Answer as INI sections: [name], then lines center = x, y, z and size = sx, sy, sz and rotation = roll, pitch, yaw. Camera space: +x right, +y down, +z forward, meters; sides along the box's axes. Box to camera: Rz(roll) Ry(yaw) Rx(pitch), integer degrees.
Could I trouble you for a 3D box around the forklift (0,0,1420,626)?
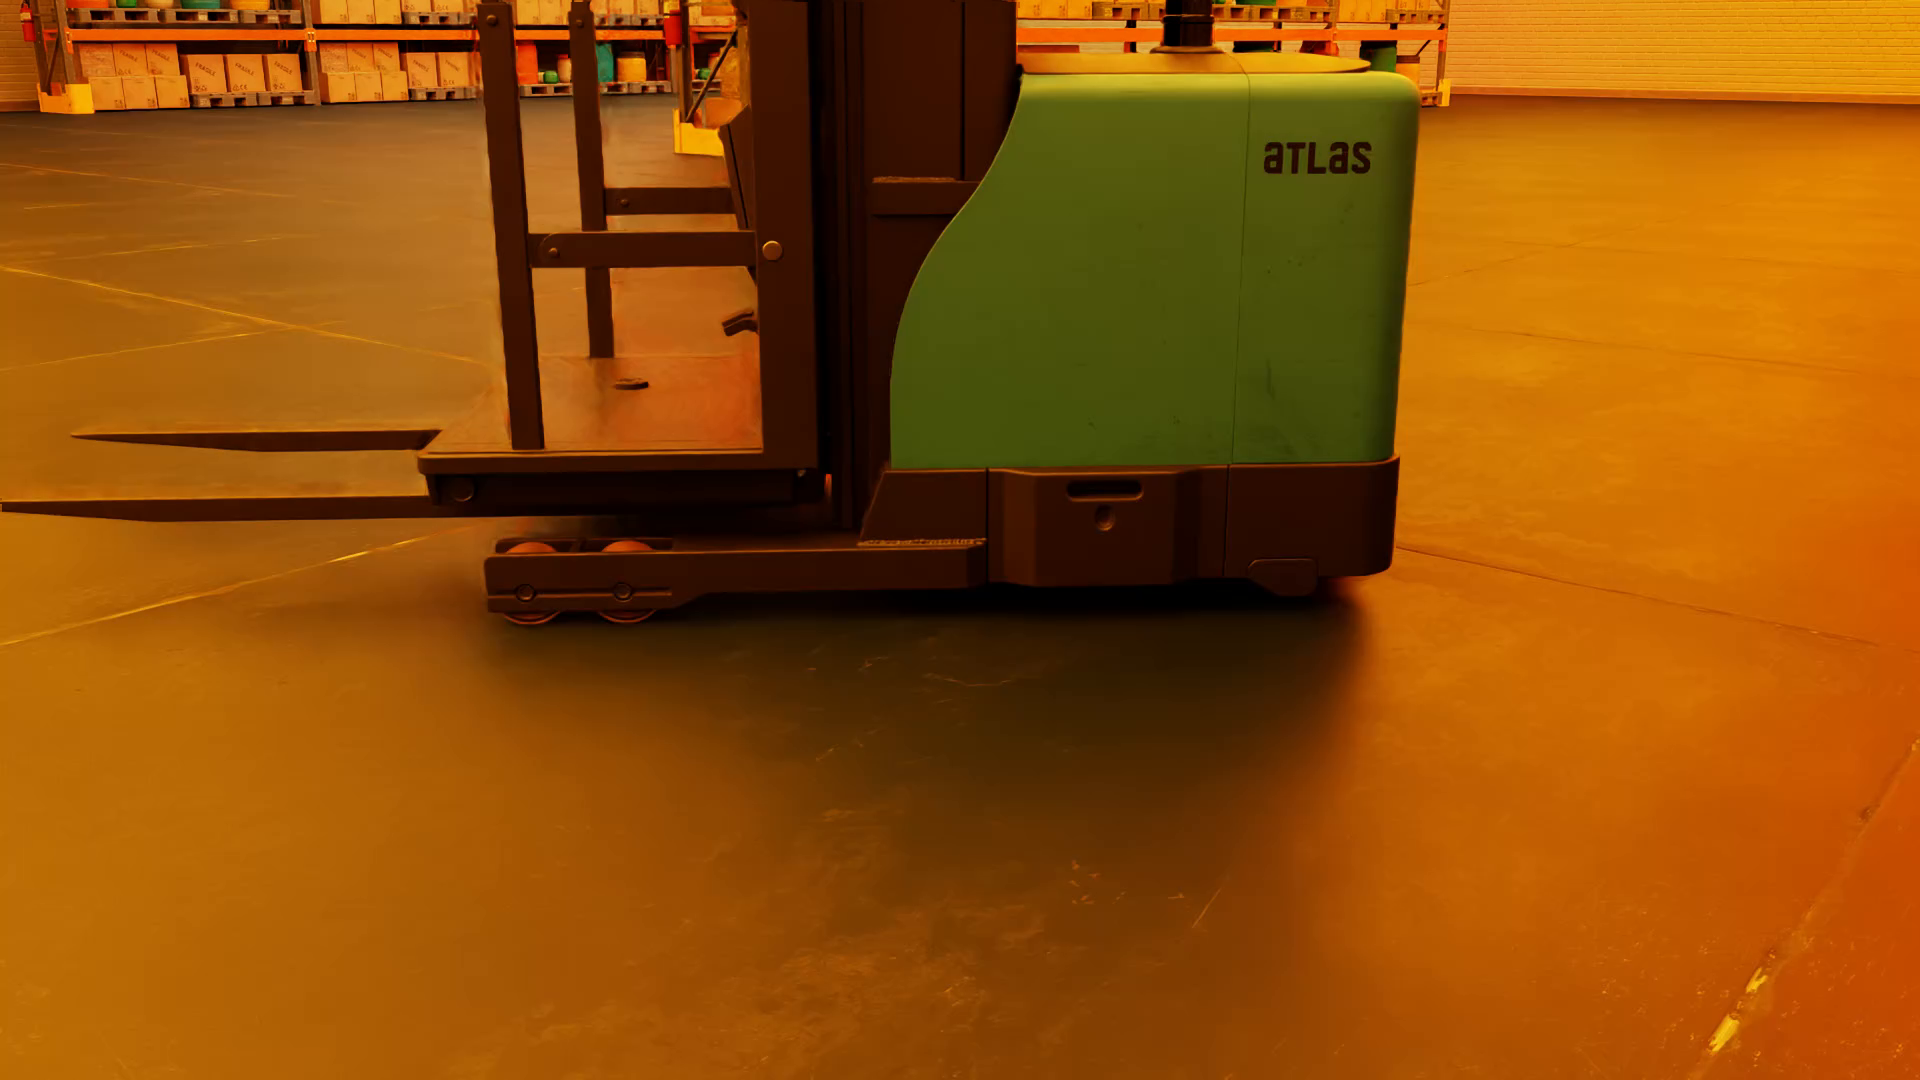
[forklift]
center = -0.620, -1.387, 3.465
size = 3.031, 2.935, 1.130
rotation = -1, 17, -3
